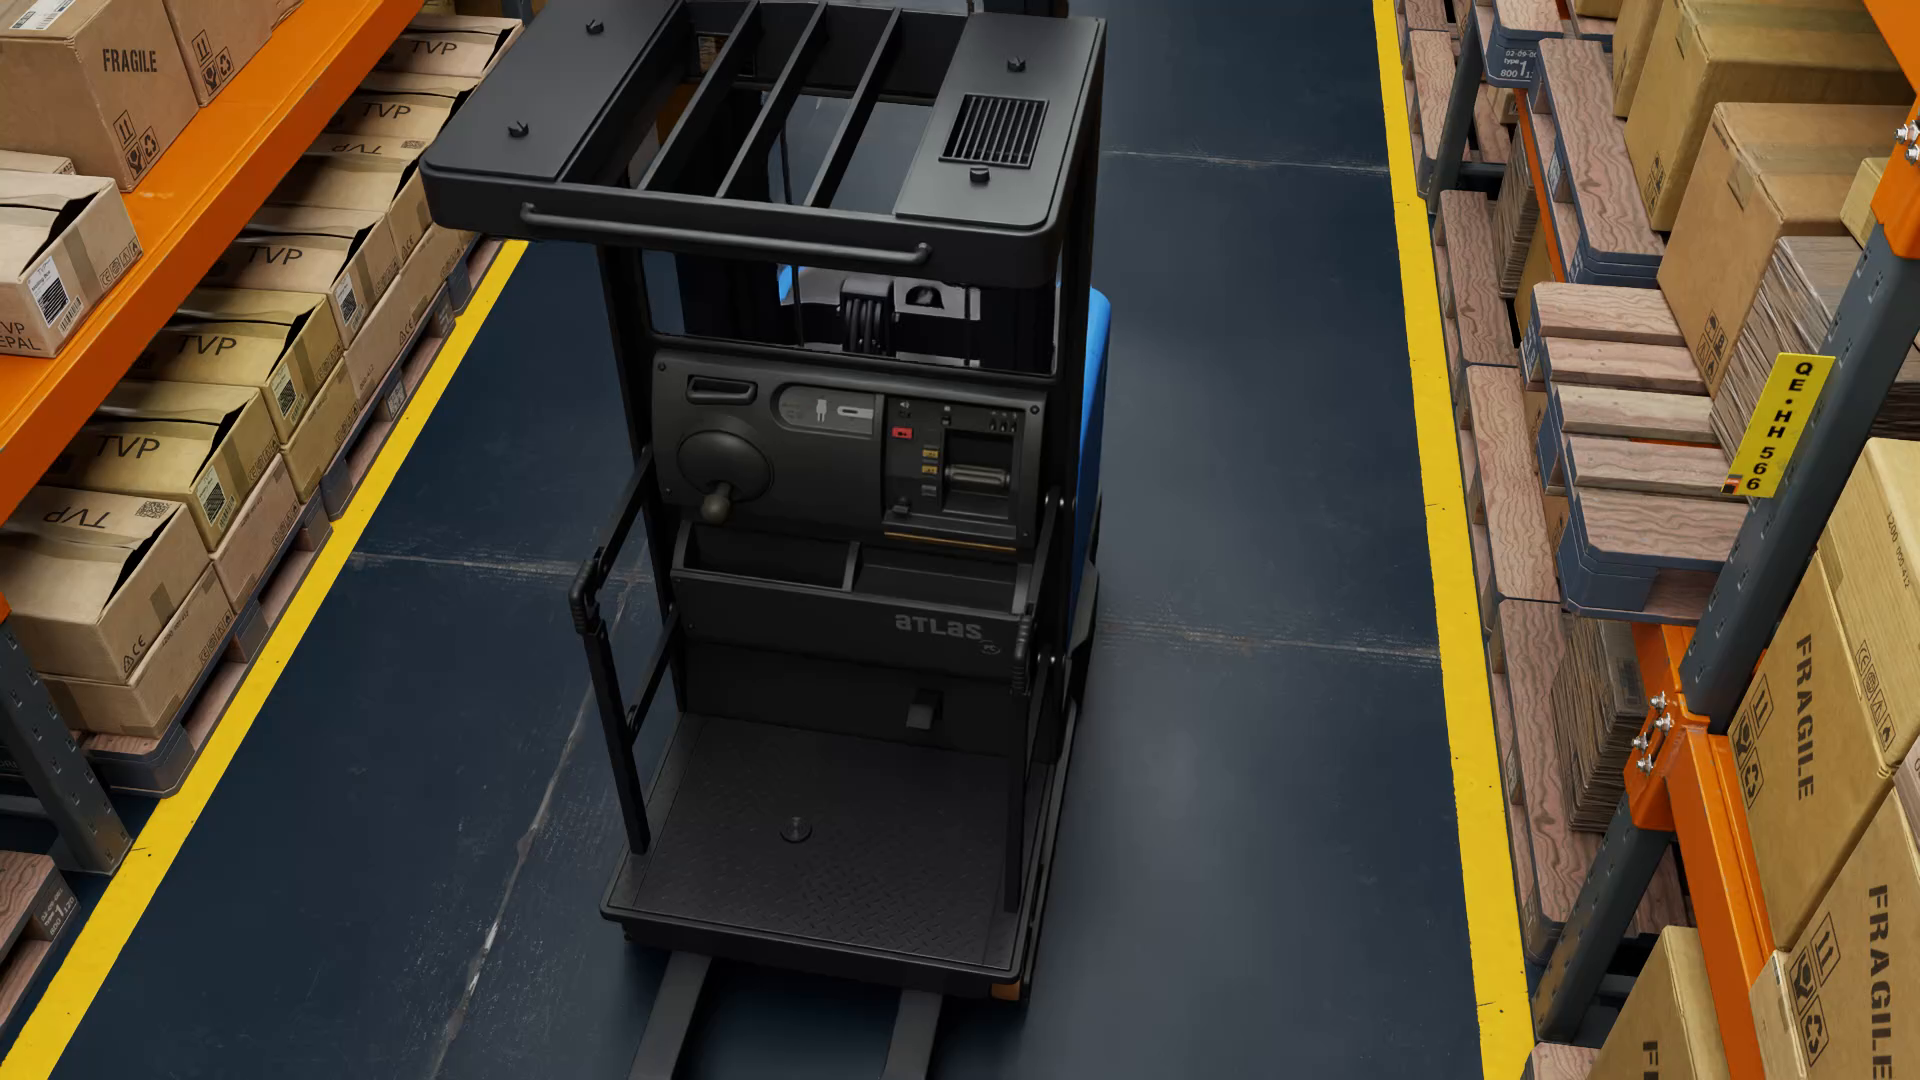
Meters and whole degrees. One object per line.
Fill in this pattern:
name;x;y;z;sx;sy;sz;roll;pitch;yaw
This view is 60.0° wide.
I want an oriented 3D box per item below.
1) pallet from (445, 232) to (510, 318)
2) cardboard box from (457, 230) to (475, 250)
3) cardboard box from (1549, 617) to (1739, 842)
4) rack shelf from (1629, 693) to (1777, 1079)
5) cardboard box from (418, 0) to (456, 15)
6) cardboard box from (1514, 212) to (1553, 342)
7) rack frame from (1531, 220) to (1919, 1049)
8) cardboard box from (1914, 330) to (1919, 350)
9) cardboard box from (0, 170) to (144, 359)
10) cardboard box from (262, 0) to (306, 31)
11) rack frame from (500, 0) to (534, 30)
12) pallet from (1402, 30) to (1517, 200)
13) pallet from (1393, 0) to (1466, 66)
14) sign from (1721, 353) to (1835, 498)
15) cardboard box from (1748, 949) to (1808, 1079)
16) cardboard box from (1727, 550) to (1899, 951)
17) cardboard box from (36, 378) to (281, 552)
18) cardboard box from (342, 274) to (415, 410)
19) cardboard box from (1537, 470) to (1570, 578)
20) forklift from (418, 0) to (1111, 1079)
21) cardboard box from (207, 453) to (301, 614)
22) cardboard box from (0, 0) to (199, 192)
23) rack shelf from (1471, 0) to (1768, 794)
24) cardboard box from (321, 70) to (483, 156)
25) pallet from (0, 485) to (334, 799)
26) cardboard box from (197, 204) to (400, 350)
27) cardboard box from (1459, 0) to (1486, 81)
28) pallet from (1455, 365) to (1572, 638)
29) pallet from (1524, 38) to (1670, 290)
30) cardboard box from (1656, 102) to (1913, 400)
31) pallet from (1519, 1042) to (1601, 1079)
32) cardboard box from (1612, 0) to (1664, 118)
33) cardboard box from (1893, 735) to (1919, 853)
pallet;-2.427;-1.423;7.099;1.003;0.211;1.213;5;44;6
cardboard box;-2.205;-1.442;6.786;0.500;0.250;0.500;5;44;5
cardboard box;2.057;0.485;4.554;0.700;0.500;0.500;6;44;6
rack shelf;1.749;1.857;2.131;1.077;0.370;4.000;5;44;6
cardboard box;-2.524;-2.431;7.830;0.500;0.250;0.500;5;44;6
cardboard box;2.443;-0.886;6.002;0.700;0.500;0.500;4;44;5
rack frame;2.013;0.232;3.323;1.000;3.000;0.127;5;44;6
cardboard box;2.029;-0.437;3.165;0.380;0.149;0.250;0;43;0
cardboard box;-2.587;-0.775;4.451;0.500;0.311;0.500;5;44;5
cardboard box;-2.556;-2.097;5.710;0.500;0.500;0.500;8;44;9
rack frame;-2.369;-2.941;6.675;1.000;3.000;0.127;5;44;6
pallet;2.596;-1.942;7.647;1.003;0.211;1.213;5;44;6
pallet;2.755;-2.776;8.528;1.003;0.211;1.213;5;44;6
sign;1.474;-0.202;2.997;0.100;0.325;0.005;5;44;6
cardboard box;1.579;0.864;2.824;0.380;0.149;0.250;6;44;7
cardboard box;1.695;0.389;2.854;0.500;0.500;0.500;6;44;7
cardboard box;-2.476;-0.262;5.132;0.500;0.311;0.500;4;44;4
cardboard box;-2.341;-0.746;6.051;0.500;0.250;0.500;6;44;6
cardboard box;2.278;-0.197;5.274;0.700;0.500;0.500;5;44;5
forklift;-0.305;-0.114;3.739;1.130;2.935;3.031;7;44;8
cardboard box;-2.472;-0.042;5.307;0.500;0.250;0.500;4;44;4
cardboard box;-2.692;-1.397;4.971;0.500;0.500;0.500;3;44;3
rack shelf;2.278;-0.869;5.010;1.077;0.370;4.000;5;44;6
cardboard box;-2.201;-1.642;6.589;0.500;0.311;0.500;6;44;7
pallet;-2.750;0.240;5.343;1.003;0.211;1.213;5;44;6
cardboard box;-2.339;-0.960;5.868;0.500;0.311;0.500;5;44;5
cardboard box;2.640;-2.457;7.661;0.500;0.500;0.500;2;43;2
pallet;2.282;-0.116;5.719;1.003;0.211;1.213;5;44;6
pallet;2.234;-1.051;4.817;1.003;0.211;1.213;5;44;6
cardboard box;2.112;-0.668;3.881;0.700;0.500;0.500;1;43;2
pallet;1.834;1.775;3.721;1.003;0.211;1.213;5;44;6
cardboard box;2.304;-1.514;4.775;0.700;0.500;0.500;11;45;11
cardboard box;1.627;0.461;2.232;0.500;0.250;0.500;5;44;5
